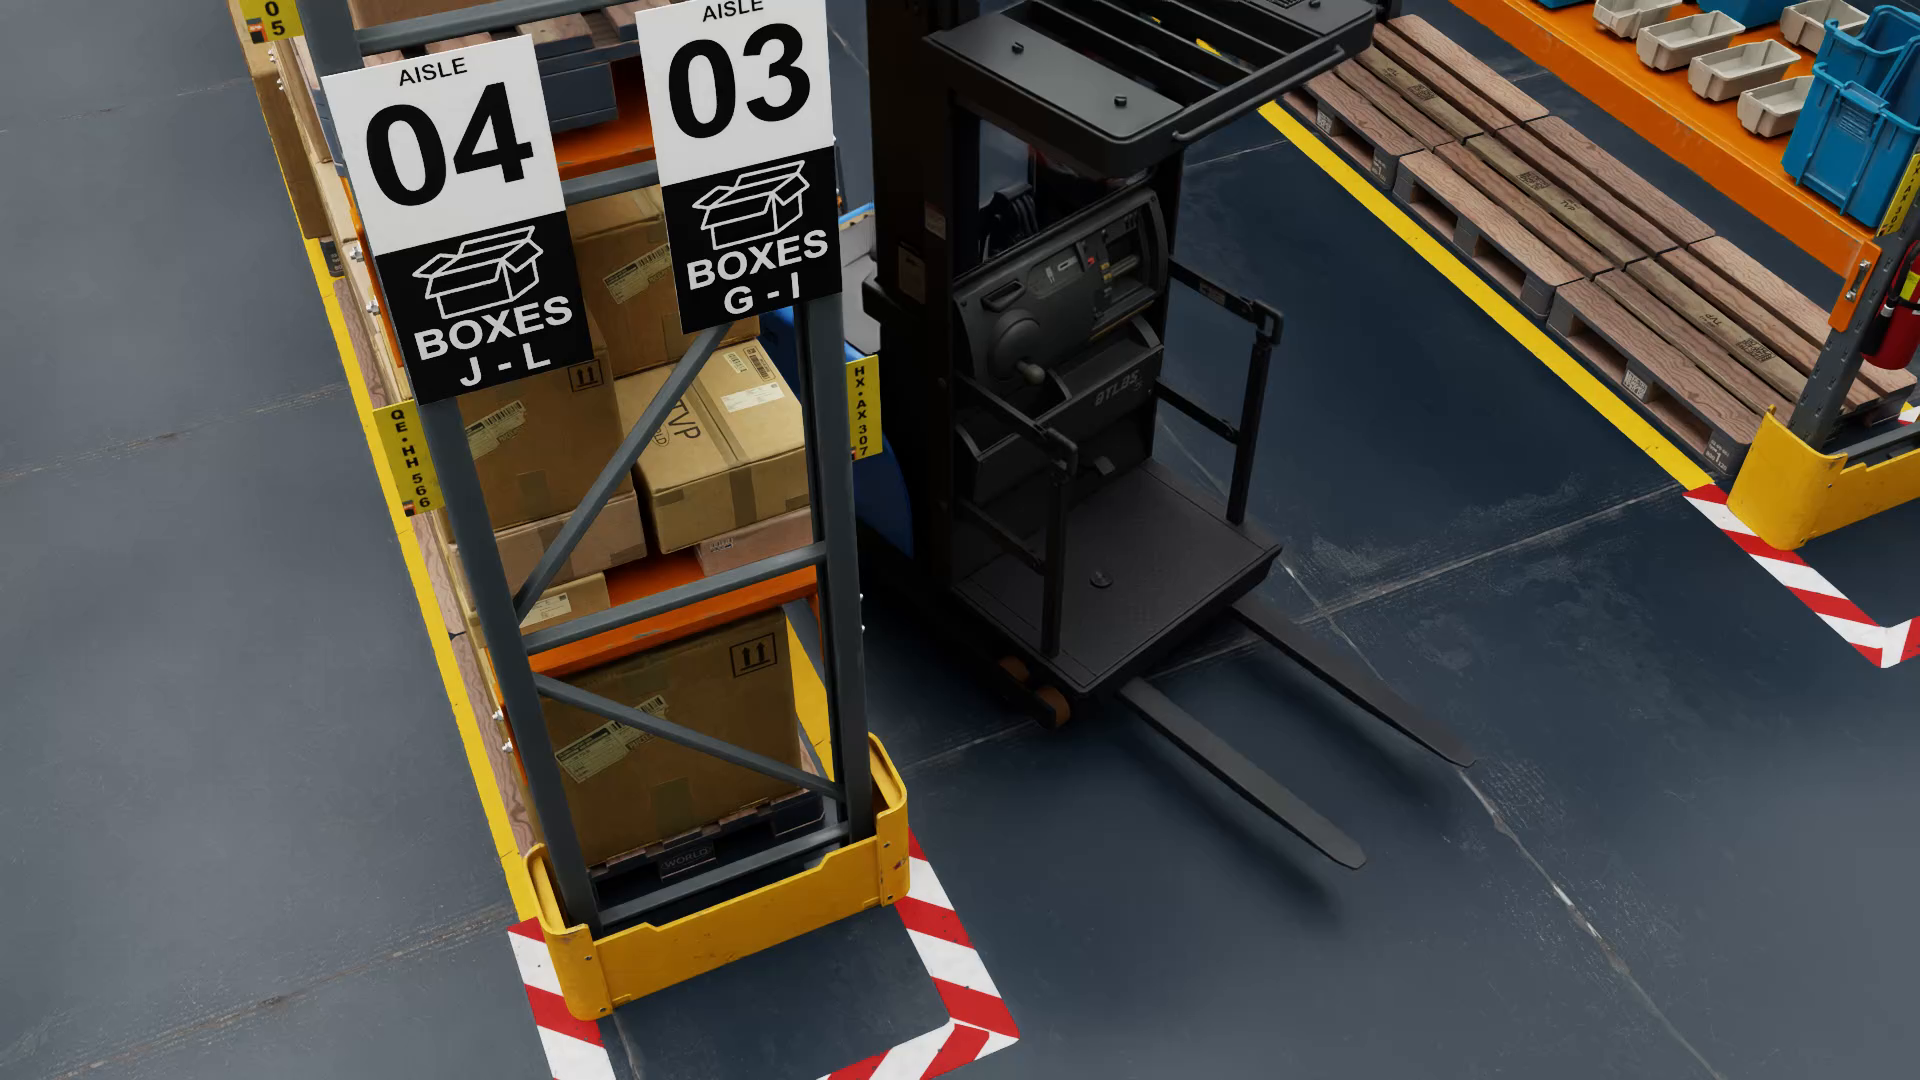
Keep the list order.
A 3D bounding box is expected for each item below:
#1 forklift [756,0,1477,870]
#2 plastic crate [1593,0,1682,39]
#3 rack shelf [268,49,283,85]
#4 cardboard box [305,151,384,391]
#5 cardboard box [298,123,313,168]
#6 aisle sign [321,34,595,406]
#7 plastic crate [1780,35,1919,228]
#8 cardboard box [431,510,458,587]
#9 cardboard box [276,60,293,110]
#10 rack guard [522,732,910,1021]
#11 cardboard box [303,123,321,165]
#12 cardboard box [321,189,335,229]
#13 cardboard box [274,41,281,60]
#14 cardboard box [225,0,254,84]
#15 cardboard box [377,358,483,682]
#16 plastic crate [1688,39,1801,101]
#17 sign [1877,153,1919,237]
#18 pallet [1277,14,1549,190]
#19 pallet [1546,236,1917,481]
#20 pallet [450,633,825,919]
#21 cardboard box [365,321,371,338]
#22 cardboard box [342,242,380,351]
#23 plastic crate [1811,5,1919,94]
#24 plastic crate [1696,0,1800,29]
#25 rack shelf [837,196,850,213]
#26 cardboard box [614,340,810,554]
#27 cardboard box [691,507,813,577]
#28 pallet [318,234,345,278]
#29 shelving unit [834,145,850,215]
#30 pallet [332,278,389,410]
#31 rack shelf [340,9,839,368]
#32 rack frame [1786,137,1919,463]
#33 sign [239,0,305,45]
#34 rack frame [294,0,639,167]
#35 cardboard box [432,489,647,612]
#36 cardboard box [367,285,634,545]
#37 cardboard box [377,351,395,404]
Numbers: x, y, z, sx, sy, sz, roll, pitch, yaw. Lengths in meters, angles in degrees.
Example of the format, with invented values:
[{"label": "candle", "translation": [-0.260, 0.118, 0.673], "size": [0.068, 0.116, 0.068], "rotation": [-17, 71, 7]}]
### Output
[{"label": "forklift", "translation": [0.498, -0.762, 5.436], "size": [1.130, 2.935, 3.031], "rotation": [-33, 53, -29]}, {"label": "plastic crate", "translation": [2.839, -2.238, 7.028], "size": [0.298, 0.136, 0.250], "rotation": [-18, 47, -17]}, {"label": "rack shelf", "translation": [-3.281, -3.407, 8.579], "size": [1.077, 0.370, 4.000], "rotation": [-18, 47, -17]}, {"label": "cardboard box", "translation": [-2.235, -1.337, 7.183], "size": [0.875, 0.875, 0.875], "rotation": [-18, 47, -17]}, {"label": "cardboard box", "translation": [-2.283, -1.510, 6.324], "size": [0.380, 0.149, 0.250], "rotation": [-19, 48, -18]}, {"label": "aisle sign", "translation": [-1.000, -0.630, 3.402], "size": [0.394, 0.787, 0.004], "rotation": [-18, 47, -17]}, {"label": "plastic crate", "translation": [3.426, -1.494, 6.061], "size": [0.616, 0.435, 0.499], "rotation": [-18, 47, -17]}, {"label": "cardboard box", "translation": [-1.317, -0.045, 4.839], "size": [0.380, 0.149, 0.250], "rotation": [-18, 47, -17]}, {"label": "cardboard box", "translation": [-2.507, -1.845, 6.663], "size": [0.380, 0.149, 0.250], "rotation": [-20, 48, -19]}, {"label": "rack guard", "translation": [-0.748, 1.066, 5.314], "size": [1.175, 0.500, 0.348], "rotation": [-18, 47, -17]}, {"label": "cardboard box", "translation": [-2.052, -1.417, 5.946], "size": [0.500, 0.250, 0.500], "rotation": [-17, 47, -16]}, {"label": "cardboard box", "translation": [-2.072, -1.186, 5.996], "size": [0.380, 0.149, 0.250], "rotation": [-18, 47, -17]}, {"label": "cardboard box", "translation": [-2.270, -2.011, 6.013], "size": [0.500, 0.500, 0.500], "rotation": [-18, 47, -17]}, {"label": "cardboard box", "translation": [-3.104, -2.753, 8.618], "size": [1.225, 0.875, 0.875], "rotation": [-20, 48, -19]}, {"label": "cardboard box", "translation": [-1.482, -0.197, 6.027], "size": [0.875, 0.875, 0.875], "rotation": [-18, 47, -17]}, {"label": "plastic crate", "translation": [3.120, -1.885, 6.669], "size": [0.396, 0.136, 0.243], "rotation": [-18, 47, -17]}, {"label": "sign", "translation": [3.244, -1.187, 5.701], "size": [0.100, 0.325, 0.005], "rotation": [-18, 47, -17]}, {"label": "pallet", "translation": [2.398, -2.401, 9.033], "size": [1.003, 0.211, 1.213], "rotation": [-18, 47, -17]}, {"label": "pallet", "translation": [3.424, -0.846, 7.458], "size": [1.003, 0.211, 1.213], "rotation": [-18, 47, -17]}, {"label": "pallet", "translation": [-1.165, 0.667, 5.924], "size": [1.003, 0.211, 1.213], "rotation": [-18, 47, -17]}, {"label": "cardboard box", "translation": [-1.849, -0.854, 5.658], "size": [0.380, 0.149, 0.250], "rotation": [-17, 47, -17]}, {"label": "cardboard box", "translation": [-1.630, -0.770, 5.290], "size": [0.500, 0.250, 0.500], "rotation": [-20, 48, -19]}, {"label": "plastic crate", "translation": [3.654, -1.938, 6.655], "size": [0.416, 0.233, 0.300], "rotation": [-18, 47, -17]}, {"label": "plastic crate", "translation": [3.377, -2.357, 7.080], "size": [0.416, 0.233, 0.300], "rotation": [-18, 47, -17]}, {"label": "rack shelf", "translation": [-0.608, -1.339, 6.797], "size": [0.258, 0.103, 0.180], "rotation": [-26, 42, -24]}, {"label": "cardboard box", "translation": [-0.715, -0.277, 4.790], "size": [0.500, 0.250, 0.500], "rotation": [-19, 48, -18]}, {"label": "cardboard box", "translation": [-0.608, -0.074, 4.868], "size": [0.380, 0.149, 0.250], "rotation": [-18, 47, -17]}, {"label": "pallet", "translation": [-2.833, -1.865, 8.490], "size": [1.003, 0.211, 1.213], "rotation": [-18, 47, -17]}, {"label": "shelving unit", "translation": [-0.582, -1.090, 6.989], "size": [0.258, 1.200, 0.189], "rotation": [-26, 42, -24]}, {"label": "pallet", "translation": [-2.191, -0.888, 7.500], "size": [1.003, 0.211, 1.213], "rotation": [-18, 47, -17]}, {"label": "rack shelf", "translation": [-1.599, -1.925, 4.942], "size": [1.077, 0.370, 4.000], "rotation": [-18, 47, -17]}, {"label": "rack frame", "translation": [3.736, -1.302, 5.934], "size": [1.000, 3.000, 0.127], "rotation": [-18, 47, -17]}, {"label": "sign", "translation": [-1.256, -1.043, 2.961], "size": [0.100, 0.325, 0.005], "rotation": [-18, 47, -17]}, {"label": "rack frame", "translation": [-0.758, -1.975, 2.344], "size": [1.000, 3.000, 0.127], "rotation": [-18, 47, -17]}, {"label": "cardboard box", "translation": [-1.203, -0.122, 4.633], "size": [0.500, 0.250, 0.500], "rotation": [-19, 48, -18]}, {"label": "cardboard box", "translation": [-1.201, -0.392, 4.372], "size": [0.500, 0.500, 0.500], "rotation": [-17, 47, -17]}, {"label": "cardboard box", "translation": [-1.637, -0.530, 5.330], "size": [0.380, 0.149, 0.250], "rotation": [-19, 48, -18]}]
